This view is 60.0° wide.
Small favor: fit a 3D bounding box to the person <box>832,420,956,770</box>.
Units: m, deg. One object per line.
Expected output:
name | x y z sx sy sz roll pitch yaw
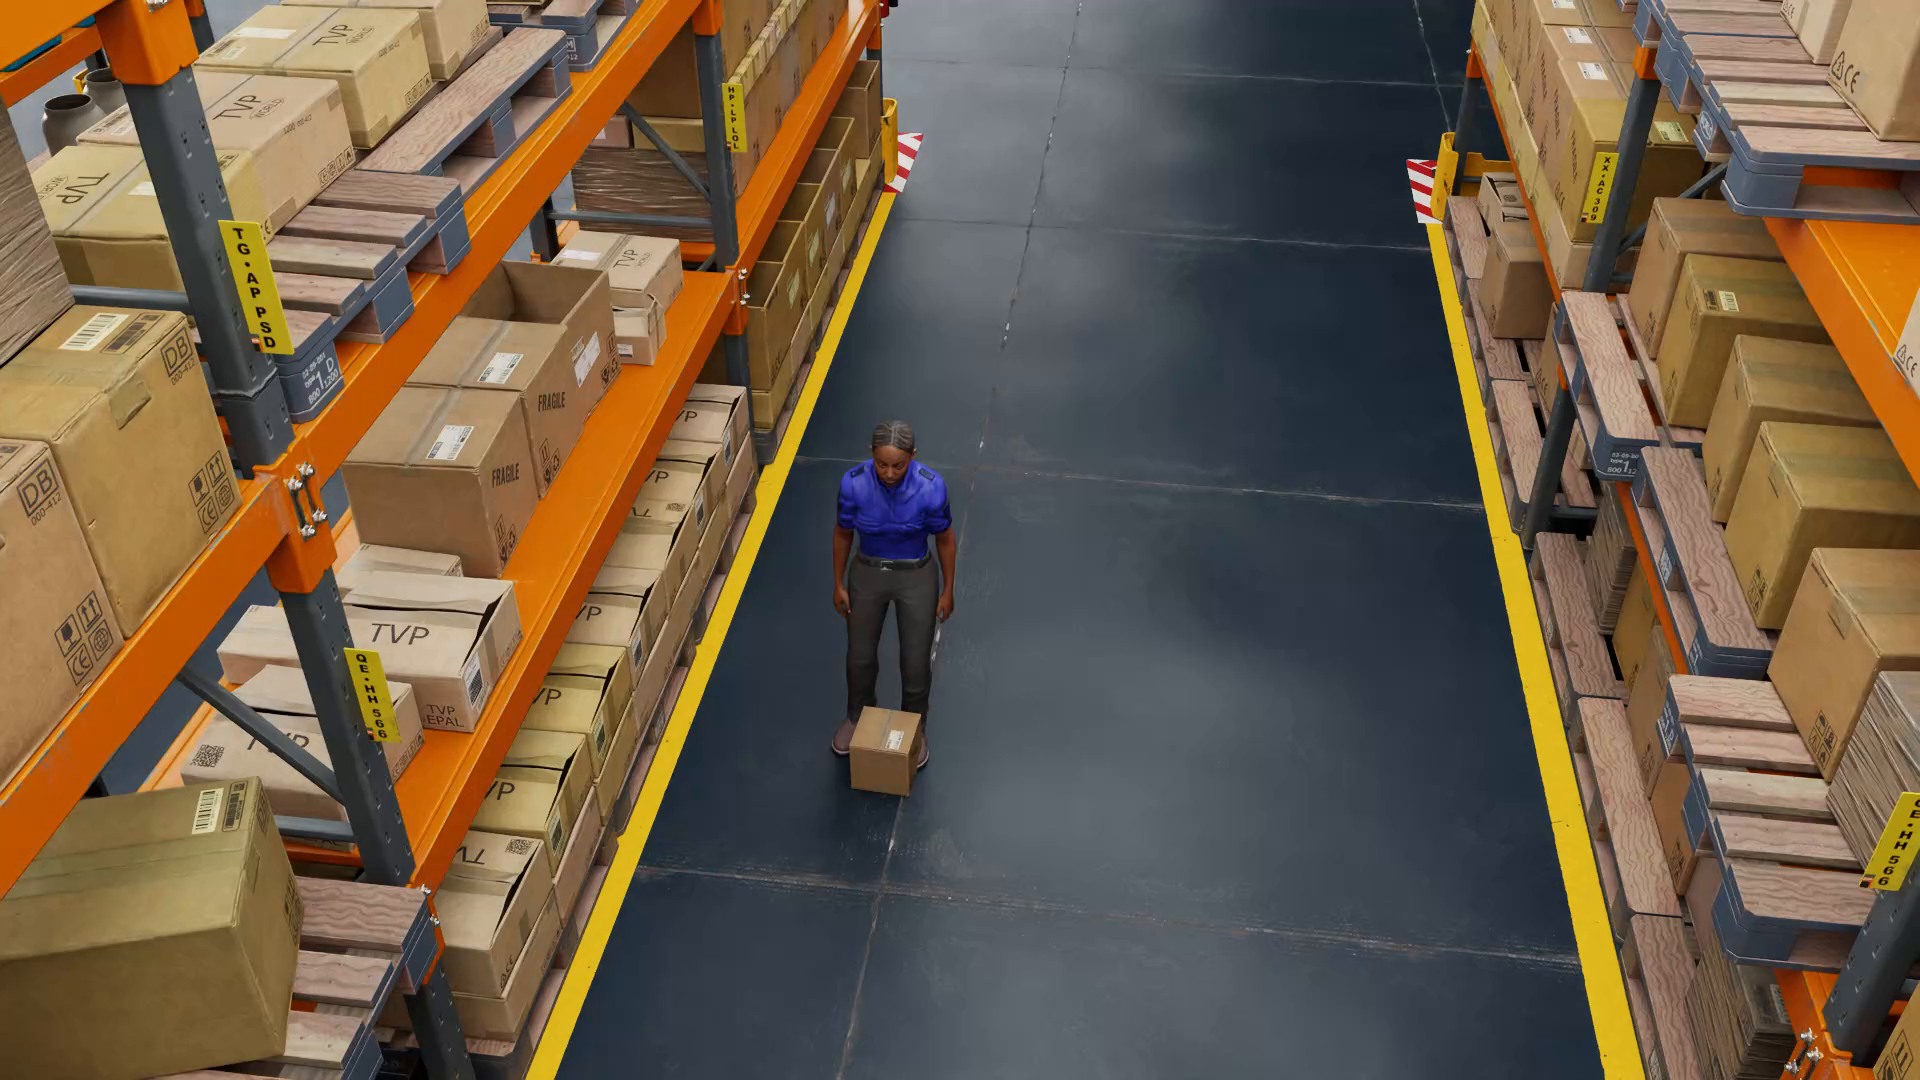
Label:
person | -0.285 0.202 6.766 0.531 1.656 0.396 3 36 4
